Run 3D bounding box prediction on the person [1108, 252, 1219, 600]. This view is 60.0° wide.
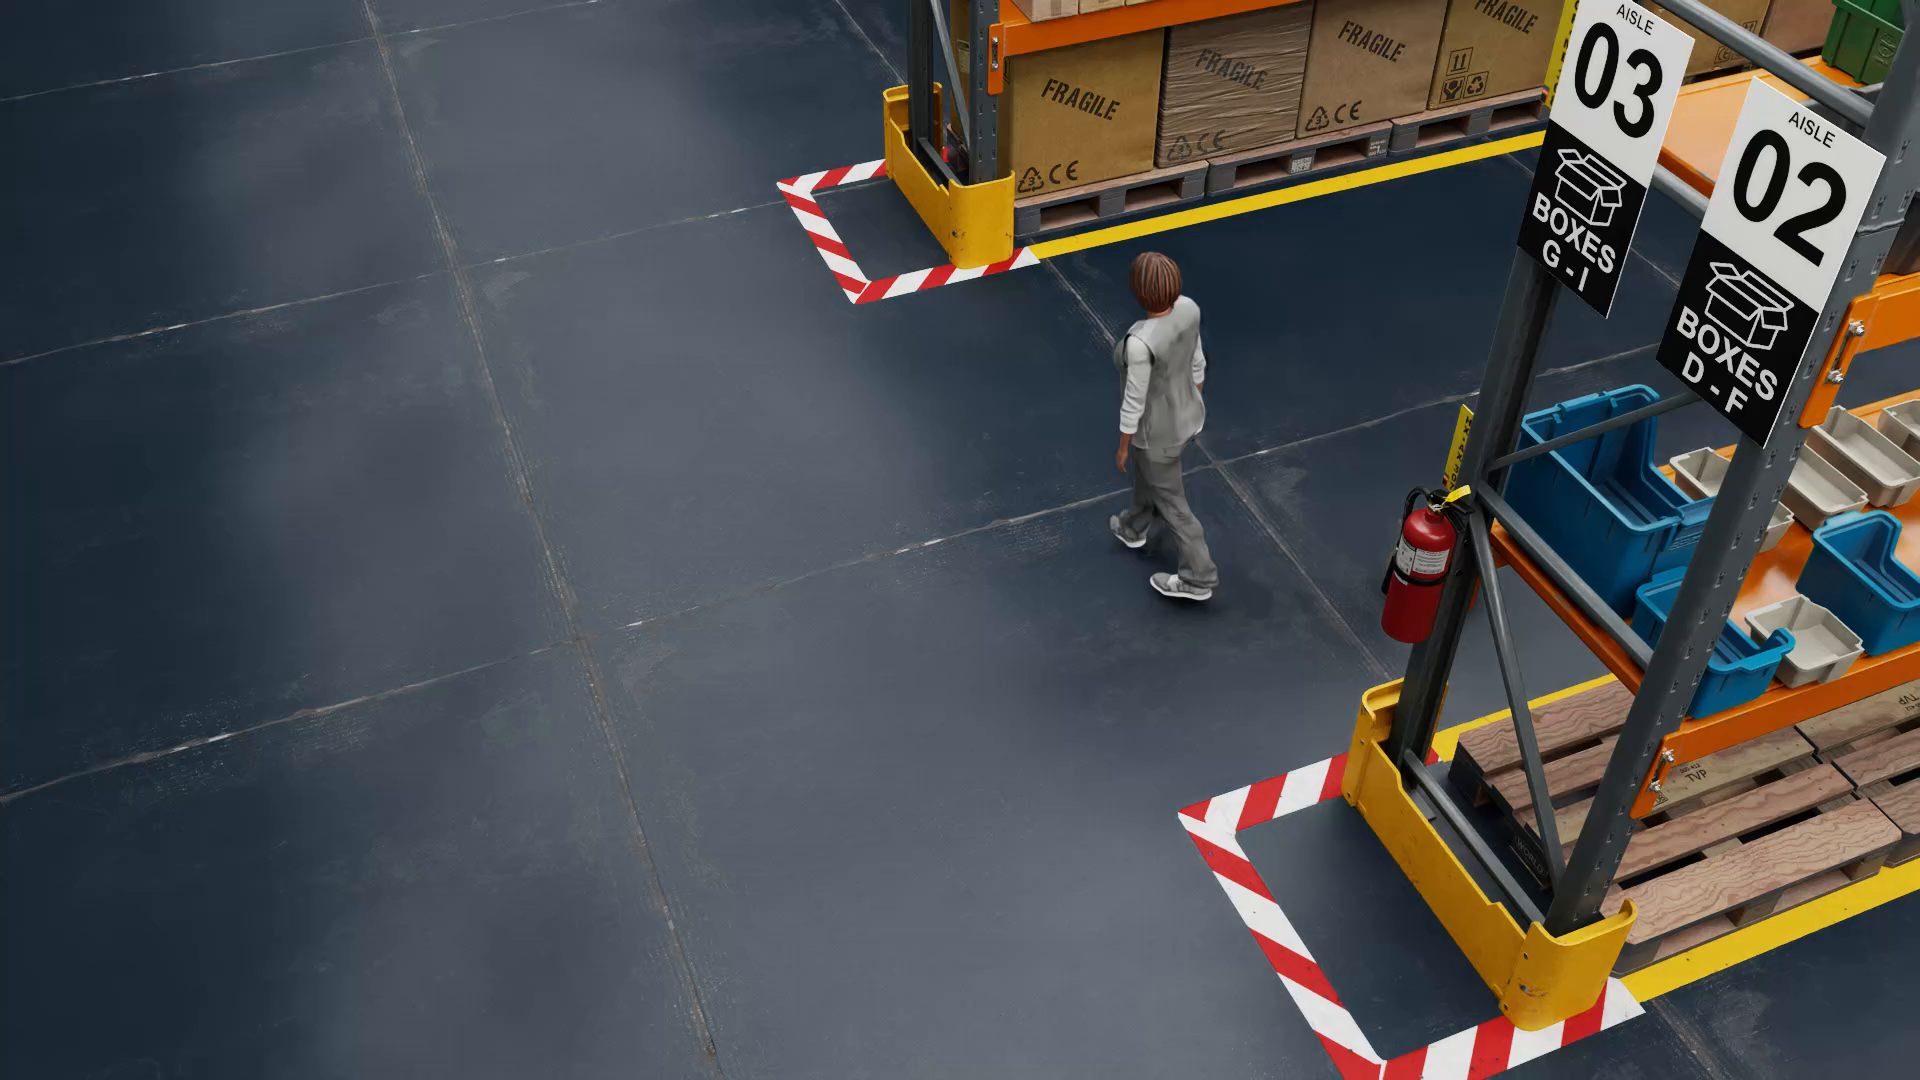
[{"bbox_3d":[0.815,-0.429,6.666,0.657,1.612,0.457,27,49,26],"label":"person"}]
